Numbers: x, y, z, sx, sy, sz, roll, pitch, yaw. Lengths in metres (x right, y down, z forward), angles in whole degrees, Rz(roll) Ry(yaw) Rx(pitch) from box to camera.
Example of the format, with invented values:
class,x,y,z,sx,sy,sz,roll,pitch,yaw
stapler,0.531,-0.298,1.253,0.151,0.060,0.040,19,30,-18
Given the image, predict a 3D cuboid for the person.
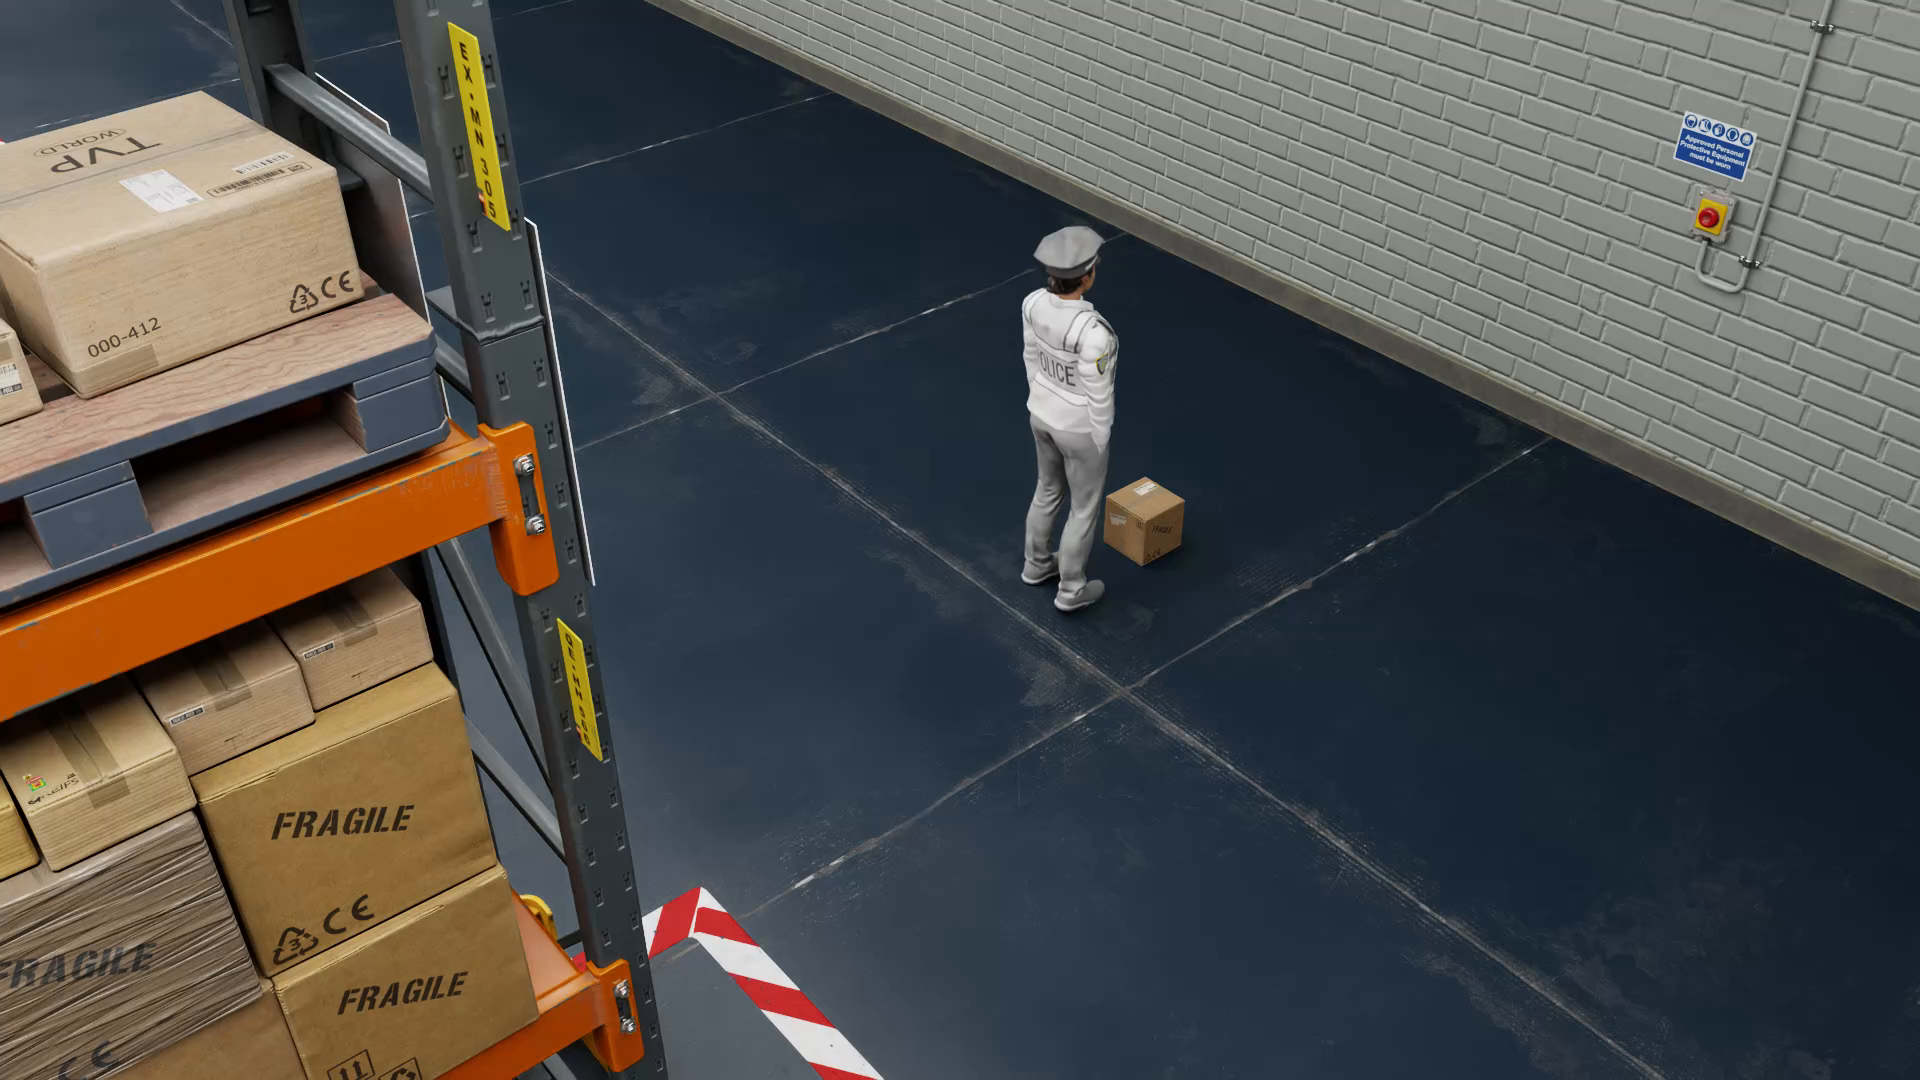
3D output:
class,x,y,z,sx,sy,sz,roll,pitch,yaw
person,0.449,-0.483,6.816,0.337,1.692,0.466,-25,43,-30
